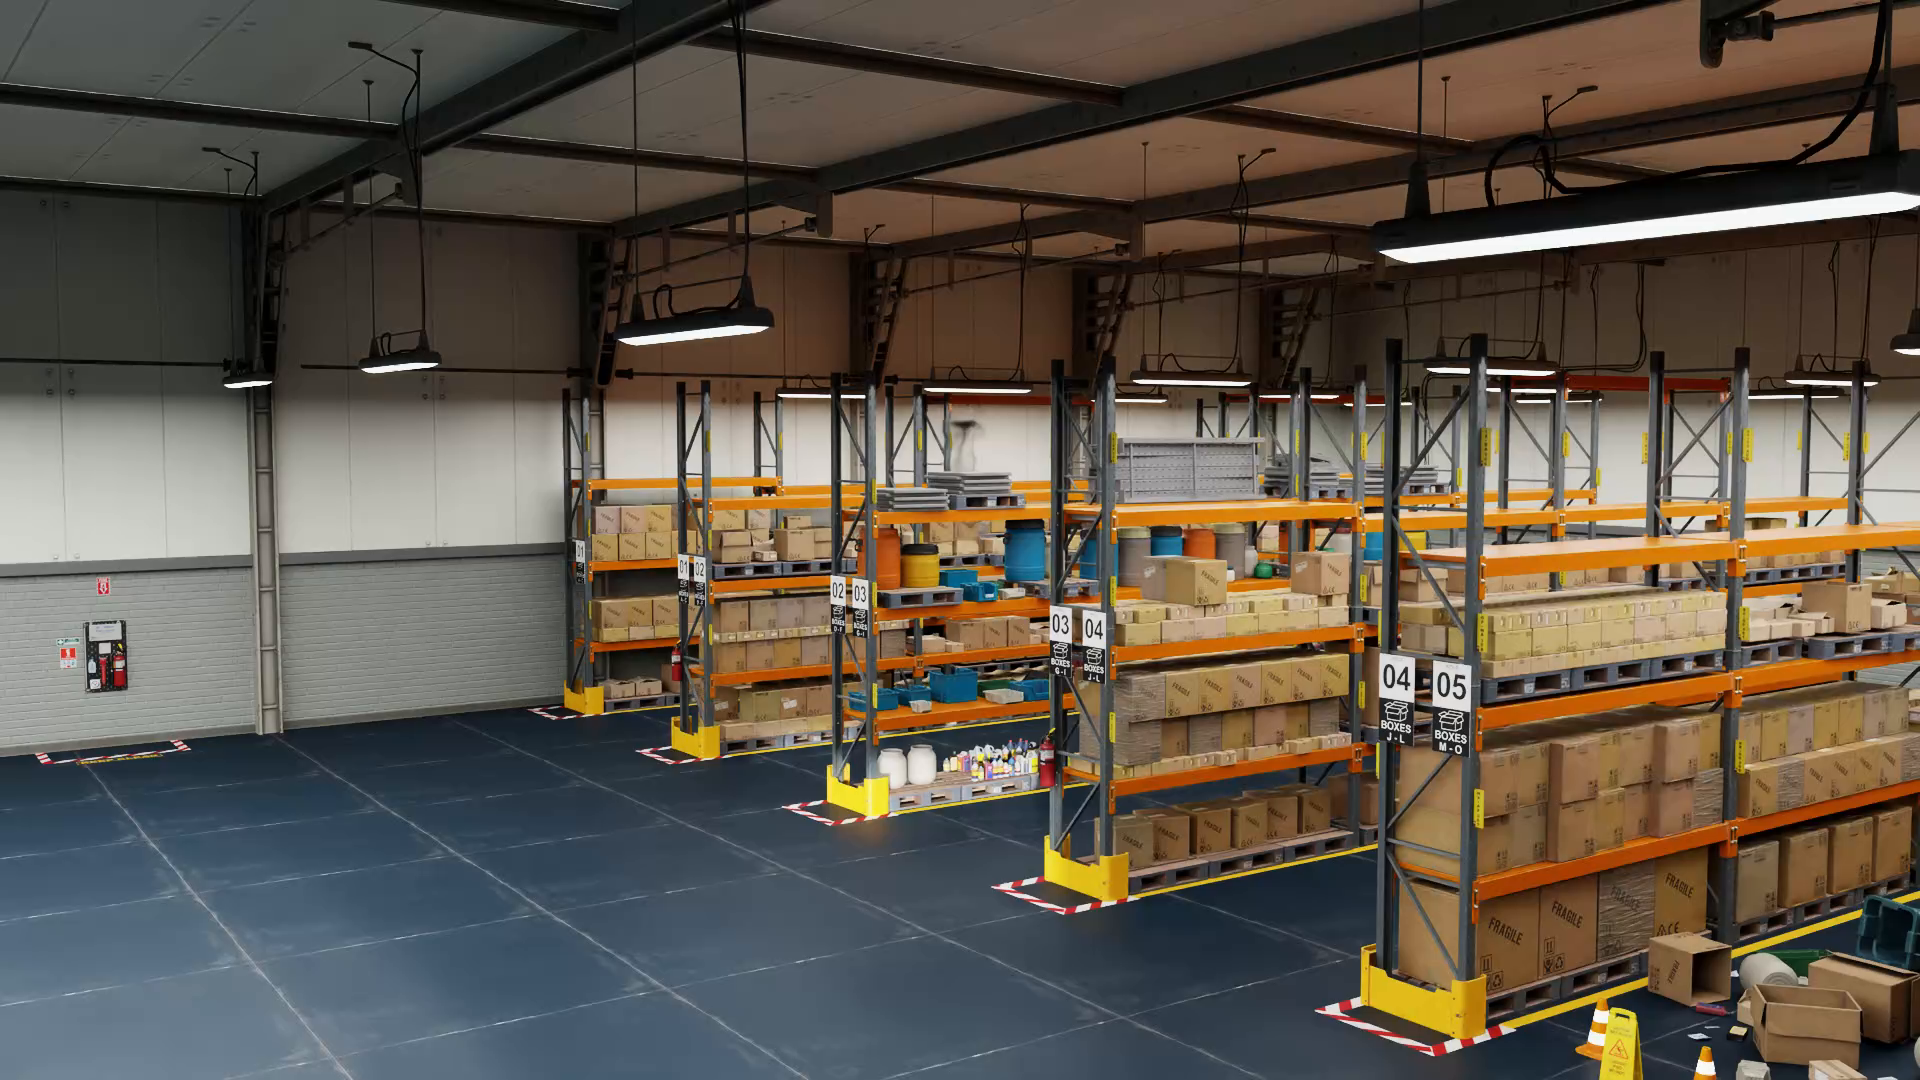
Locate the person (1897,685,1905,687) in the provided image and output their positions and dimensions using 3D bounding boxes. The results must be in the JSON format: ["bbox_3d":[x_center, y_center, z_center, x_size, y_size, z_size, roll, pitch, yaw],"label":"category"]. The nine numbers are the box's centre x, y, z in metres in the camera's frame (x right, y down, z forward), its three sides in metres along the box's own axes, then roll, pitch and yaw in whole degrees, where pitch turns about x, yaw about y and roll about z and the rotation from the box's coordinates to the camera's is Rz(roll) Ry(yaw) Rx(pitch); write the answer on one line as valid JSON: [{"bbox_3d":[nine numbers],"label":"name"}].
[{"bbox_3d":[13.082,2.835,23.132,0.698,1.661,0.629,-2,4,-33],"label":"person"}]
